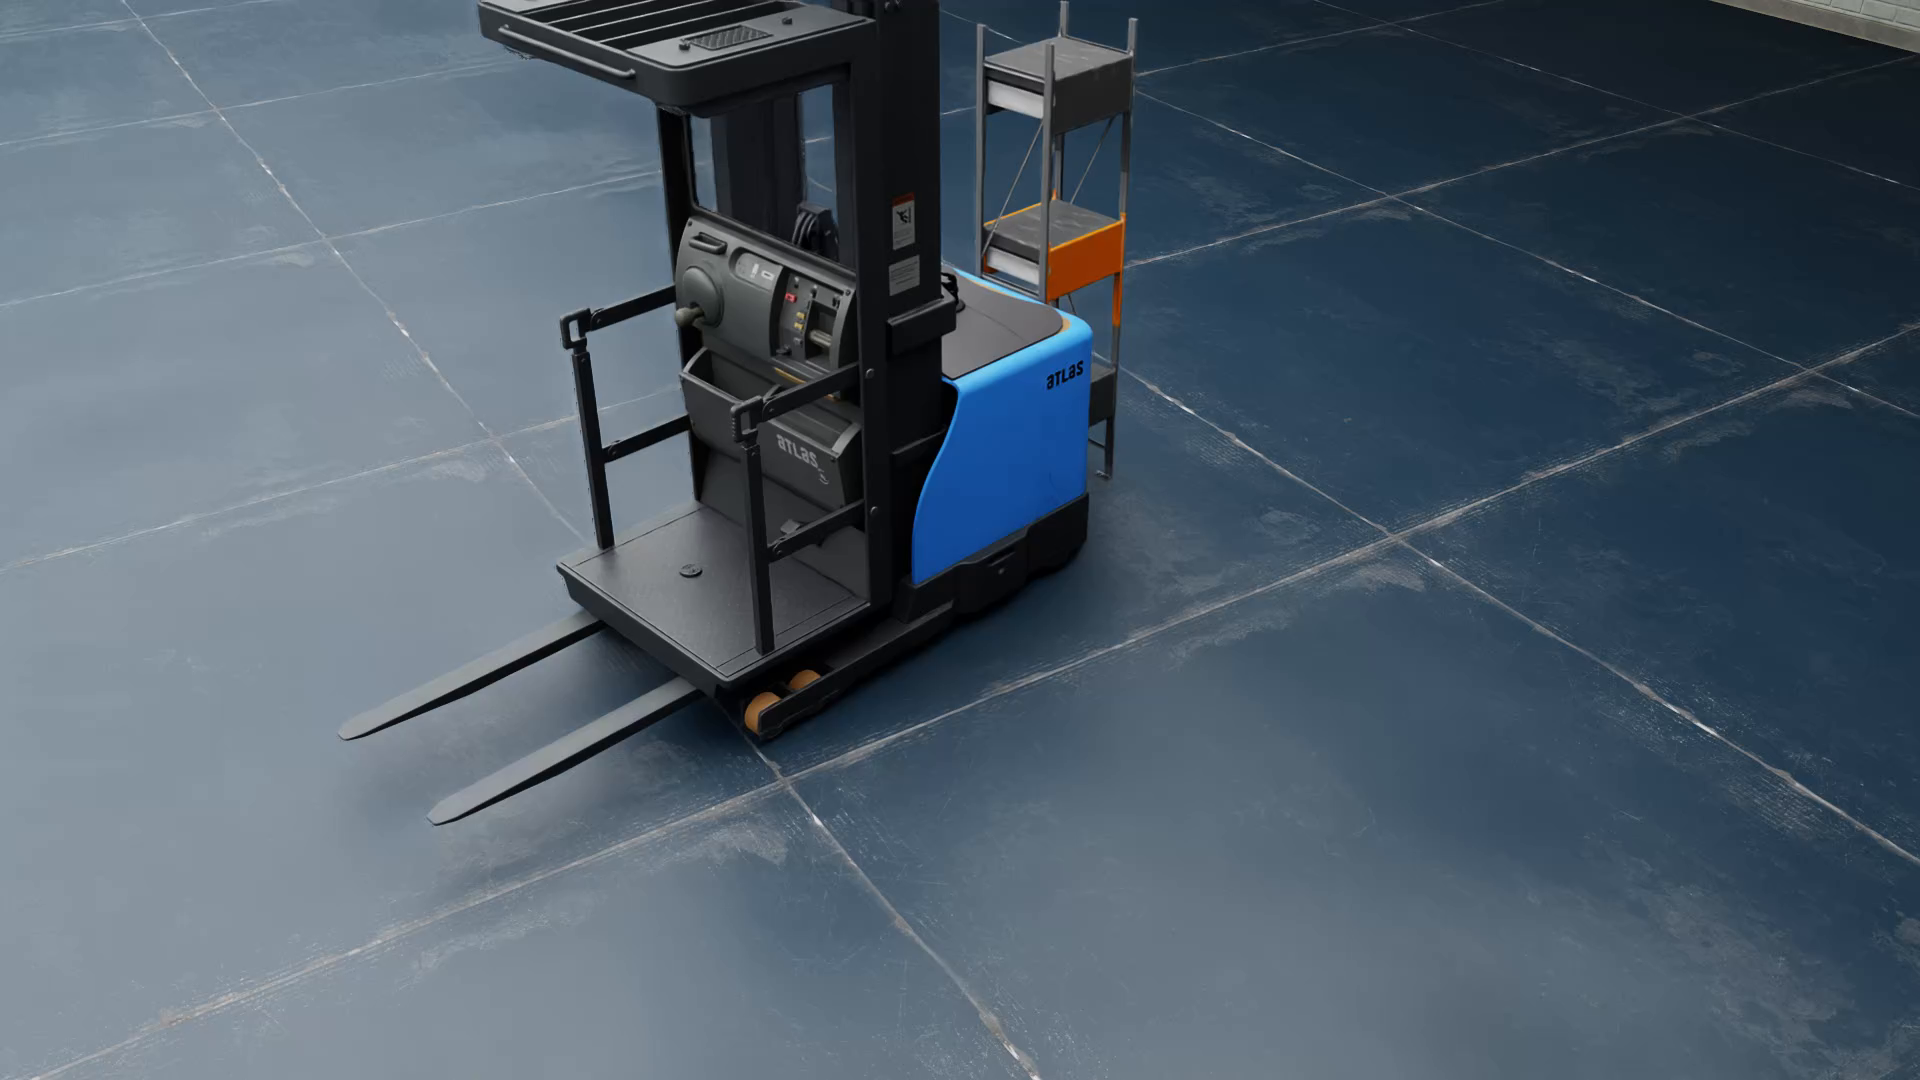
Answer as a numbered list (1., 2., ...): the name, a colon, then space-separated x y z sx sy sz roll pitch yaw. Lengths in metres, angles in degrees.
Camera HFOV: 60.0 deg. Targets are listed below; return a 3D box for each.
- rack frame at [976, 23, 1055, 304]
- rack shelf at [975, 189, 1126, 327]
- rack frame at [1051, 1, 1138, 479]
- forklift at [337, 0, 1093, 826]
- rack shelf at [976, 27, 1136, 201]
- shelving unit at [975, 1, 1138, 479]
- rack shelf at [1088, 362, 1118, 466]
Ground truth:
1. rack frame: 0.212 -1.063 6.966 0.015 2.100 0.400 -28 42 -37
2. rack shelf: 0.385 -1.143 7.119 0.480 0.518 0.431 -28 42 -37
3. rack frame: 0.558 -1.246 7.257 0.015 2.100 0.400 -28 42 -37
4. forklift: -0.856 -0.825 5.810 3.031 2.935 1.130 -28 42 -37
5. rack shelf: 0.385 -1.735 6.746 0.480 0.518 0.431 -28 42 -37
6. shelving unit: 0.385 -1.154 7.112 0.503 2.100 0.431 -28 42 -37
7. rack shelf: 0.385 -0.551 7.492 0.480 0.518 0.431 -28 42 -37
